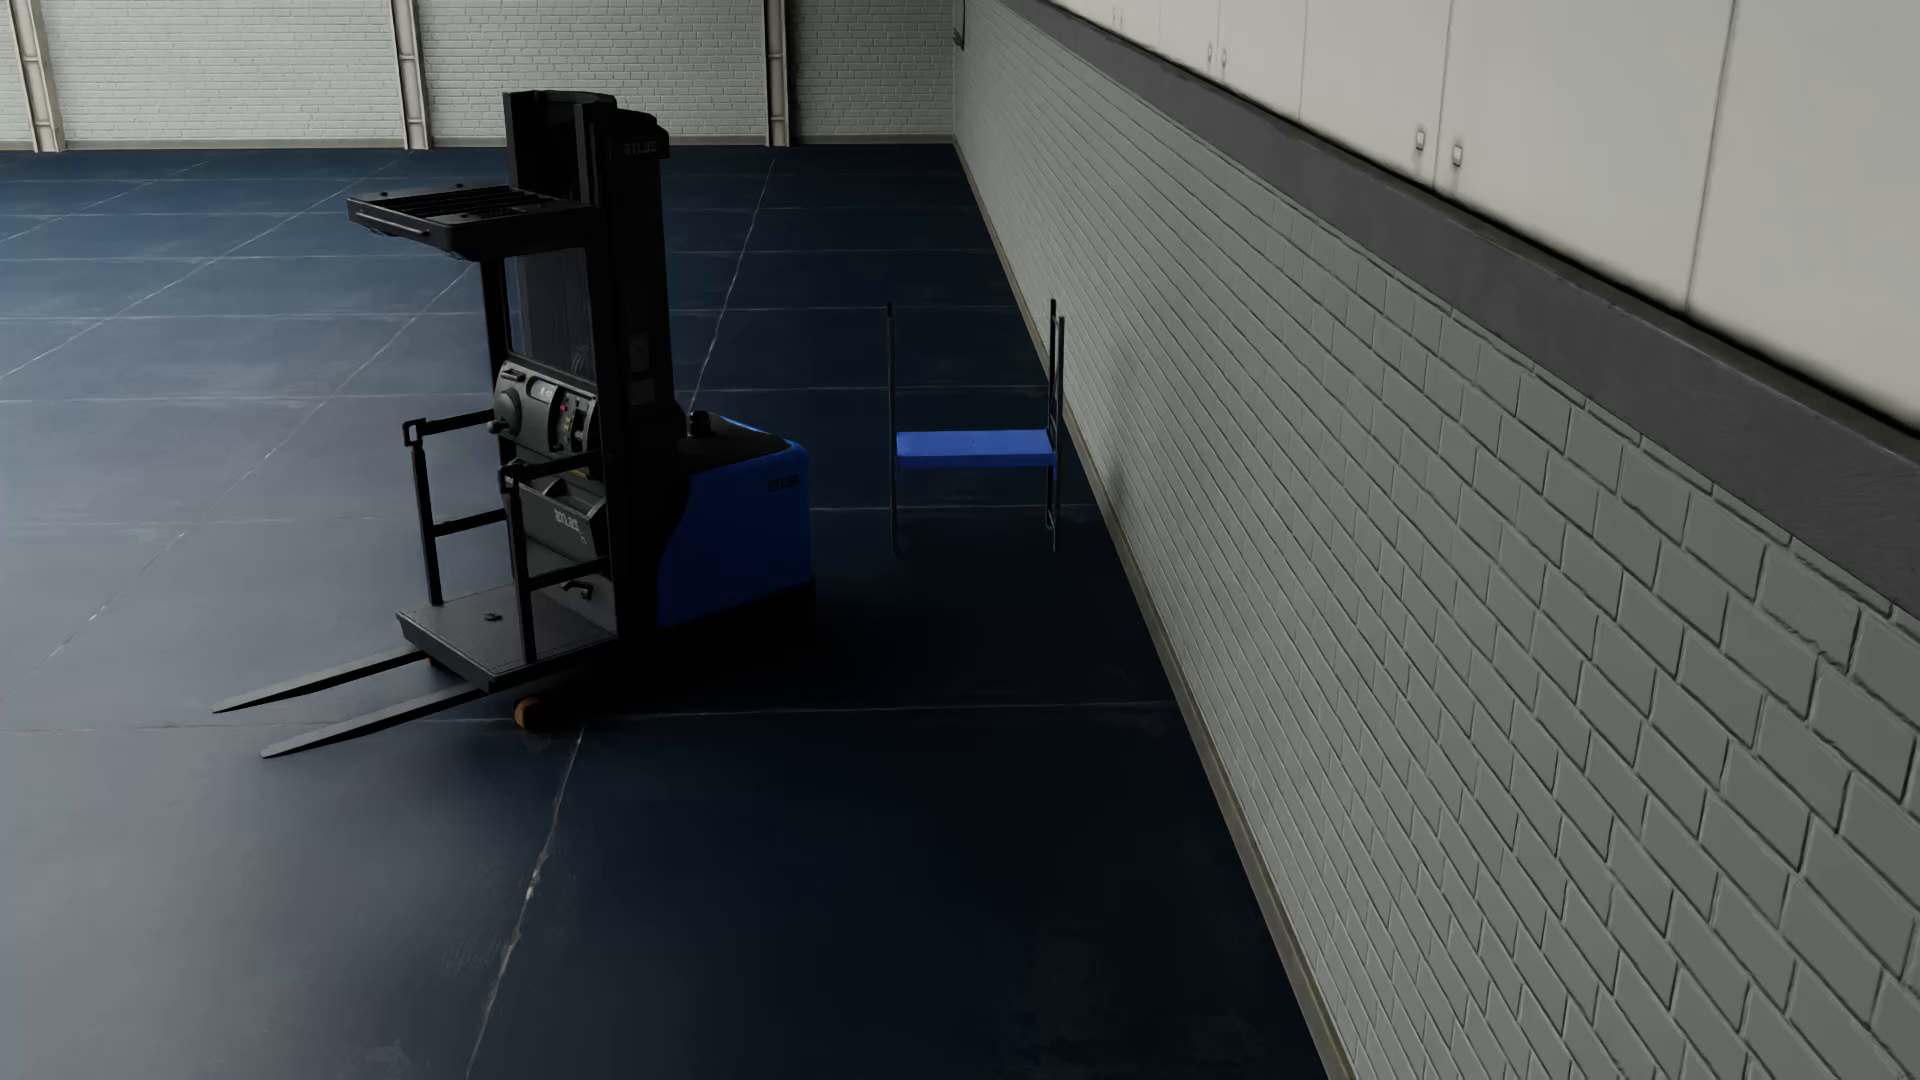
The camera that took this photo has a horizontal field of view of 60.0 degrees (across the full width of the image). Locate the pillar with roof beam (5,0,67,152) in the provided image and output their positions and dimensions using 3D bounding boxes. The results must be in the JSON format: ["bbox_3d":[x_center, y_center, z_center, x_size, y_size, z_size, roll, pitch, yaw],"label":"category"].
[{"bbox_3d":[-14.813,-9.122,21.933,0.400,9.000,9.100,-1,21,-3],"label":"pillar with roof beam"}]

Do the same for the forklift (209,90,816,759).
[{"bbox_3d":[-2.227,-0.640,8.181,3.031,2.935,1.130,-18,27,-39],"label":"forklift"}]

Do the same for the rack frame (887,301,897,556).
[{"bbox_3d":[-0.422,-0.692,10.332,0.032,1.500,0.500,-1,21,-3],"label":"rack frame"}]

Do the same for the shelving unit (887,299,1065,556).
[{"bbox_3d":[0.085,-0.703,10.359,1.048,1.500,0.538,-1,21,-3],"label":"shelving unit"}]

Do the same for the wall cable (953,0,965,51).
[{"bbox_3d":[-0.062,-9.034,26.066,0.112,2.526,3.097,-1,21,-3],"label":"wall cable"}]

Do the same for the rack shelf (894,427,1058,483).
[{"bbox_3d":[0.085,-0.535,10.423,1.000,0.185,0.538,-1,21,-3],"label":"rack shelf"}]

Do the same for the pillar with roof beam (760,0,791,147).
[{"bbox_3d":[-2.832,-9.366,22.573,0.400,9.000,9.100,-1,21,-3],"label":"pillar with roof beam"}]

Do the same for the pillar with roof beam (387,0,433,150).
[{"bbox_3d":[-8.823,-9.244,22.253,0.400,9.000,9.100,-1,21,-3],"label":"pillar with roof beam"}]

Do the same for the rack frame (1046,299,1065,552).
[{"bbox_3d":[0.593,-0.713,10.386,0.032,1.500,0.500,-1,21,-3],"label":"rack frame"}]
